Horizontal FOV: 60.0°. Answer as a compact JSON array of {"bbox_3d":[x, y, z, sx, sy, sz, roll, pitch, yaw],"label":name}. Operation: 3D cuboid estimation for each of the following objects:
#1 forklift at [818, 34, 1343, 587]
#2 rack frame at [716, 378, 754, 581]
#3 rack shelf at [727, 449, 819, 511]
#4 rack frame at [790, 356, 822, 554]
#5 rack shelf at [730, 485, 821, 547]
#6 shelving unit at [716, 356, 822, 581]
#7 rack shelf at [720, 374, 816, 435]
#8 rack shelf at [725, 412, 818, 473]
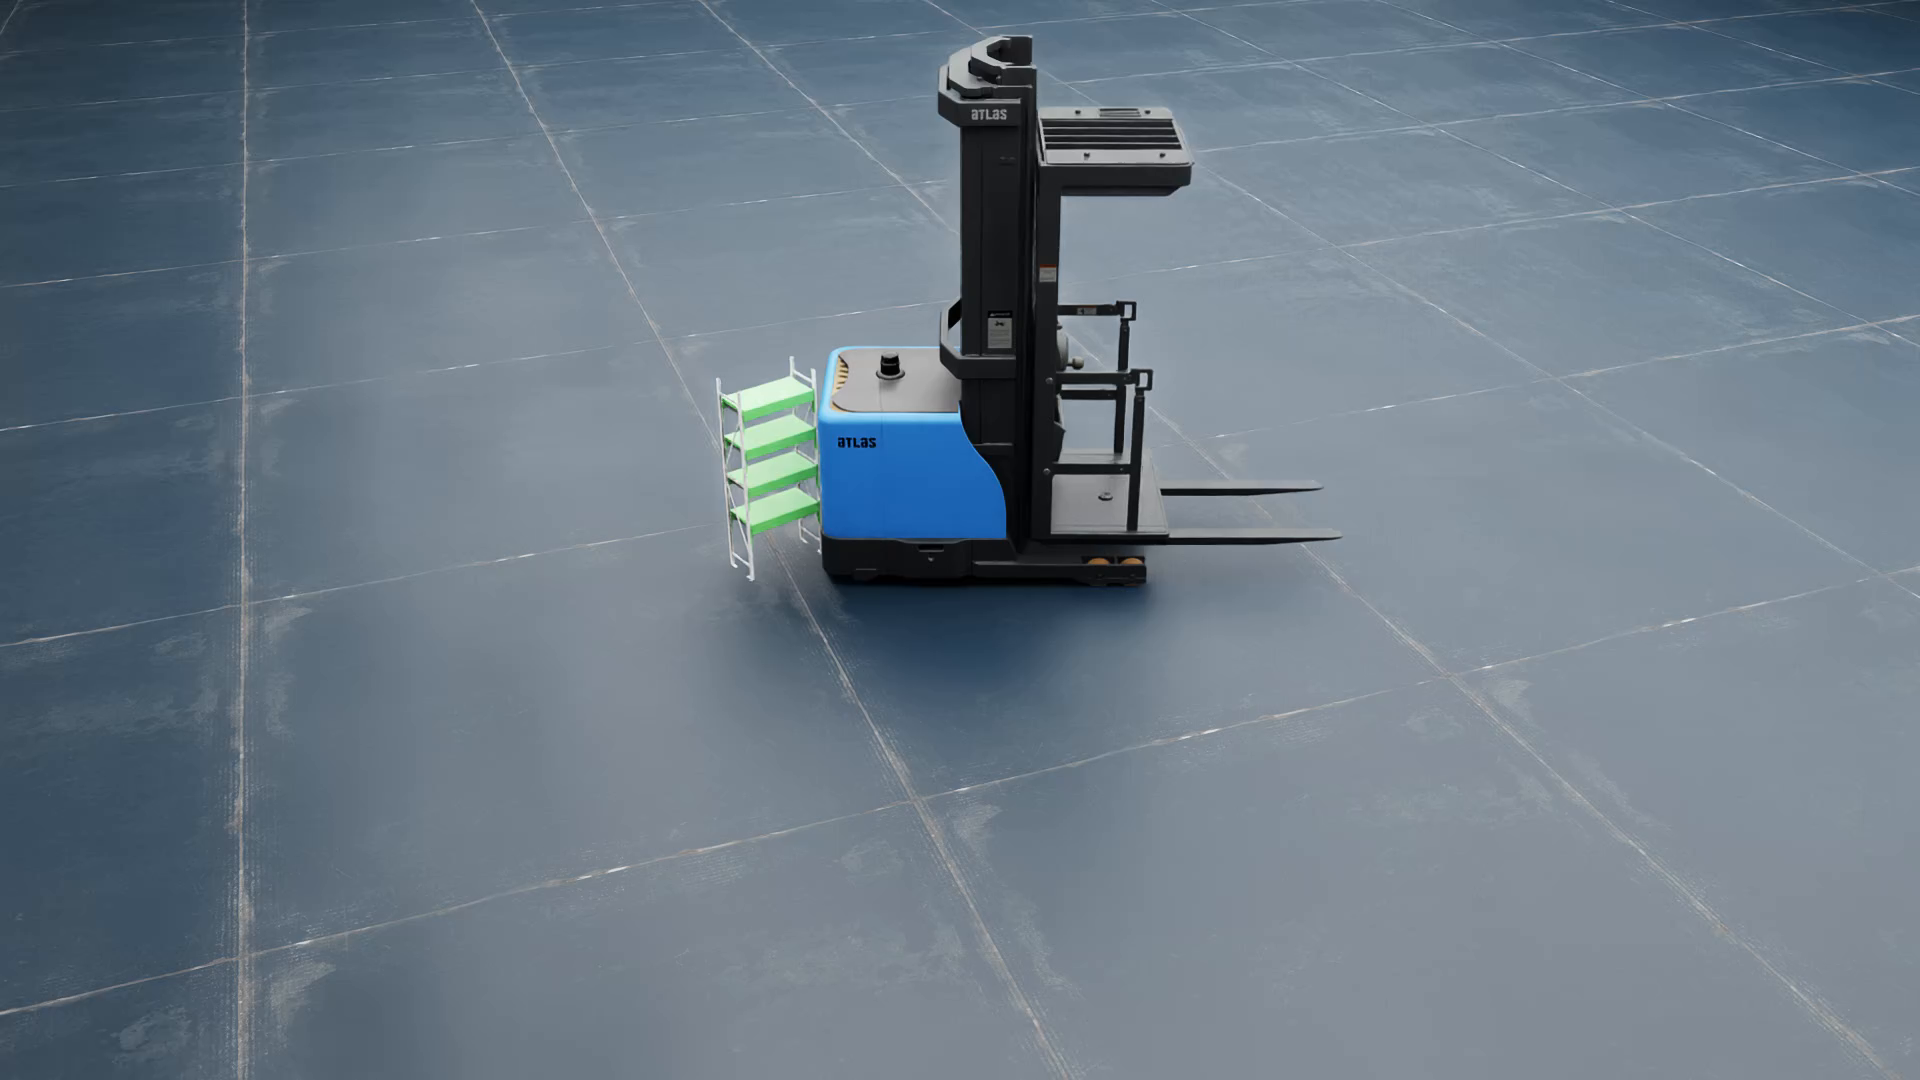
[{"bbox_3d":[0.717,-1.265,9.360,3.031,2.935,1.130,0,30,0],"label":"forklift"},{"bbox_3d":[-1.278,-0.333,9.473,0.015,1.200,0.240,-21,36,-32],"label":"rack frame"},{"bbox_3d":[-1.087,-0.352,9.636,0.480,0.148,0.258,-21,36,-32],"label":"rack shelf"},{"bbox_3d":[-0.895,-0.482,9.735,0.015,1.200,0.240,-21,36,-32],"label":"rack frame"},{"bbox_3d":[-1.087,-0.144,9.755,0.480,0.148,0.258,-21,36,-32],"label":"rack shelf"},{"bbox_3d":[-1.087,-0.408,9.604,0.503,1.200,0.258,-21,36,-32],"label":"shelving unit"},{"bbox_3d":[-1.087,-0.769,9.398,0.480,0.148,0.258,-21,36,-32],"label":"rack shelf"},{"bbox_3d":[-1.087,-0.561,9.517,0.480,0.148,0.258,-21,36,-32],"label":"rack shelf"}]
